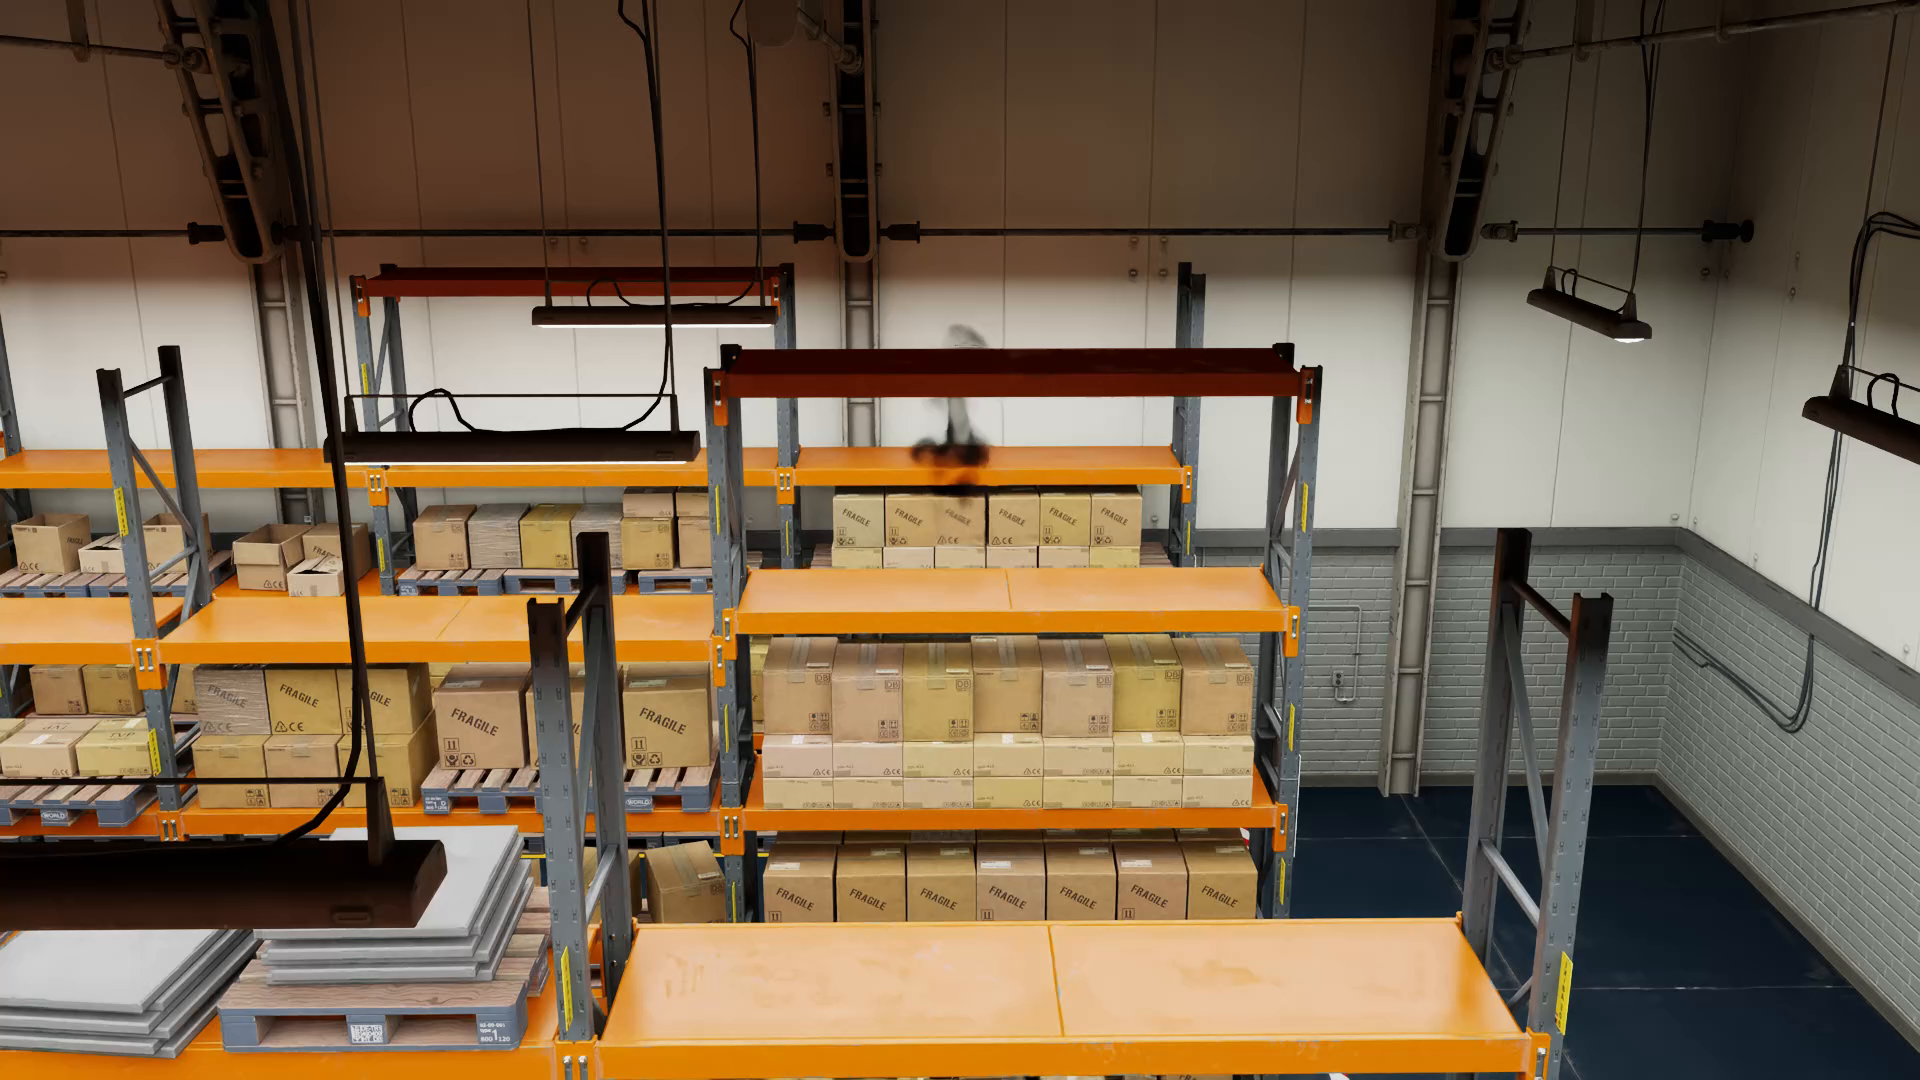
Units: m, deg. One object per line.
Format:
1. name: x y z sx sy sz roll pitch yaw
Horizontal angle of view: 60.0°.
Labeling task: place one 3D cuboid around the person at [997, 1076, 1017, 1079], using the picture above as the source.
1. person: 0.340 4.259 11.033 0.604 1.609 0.567 -3 16 -12
